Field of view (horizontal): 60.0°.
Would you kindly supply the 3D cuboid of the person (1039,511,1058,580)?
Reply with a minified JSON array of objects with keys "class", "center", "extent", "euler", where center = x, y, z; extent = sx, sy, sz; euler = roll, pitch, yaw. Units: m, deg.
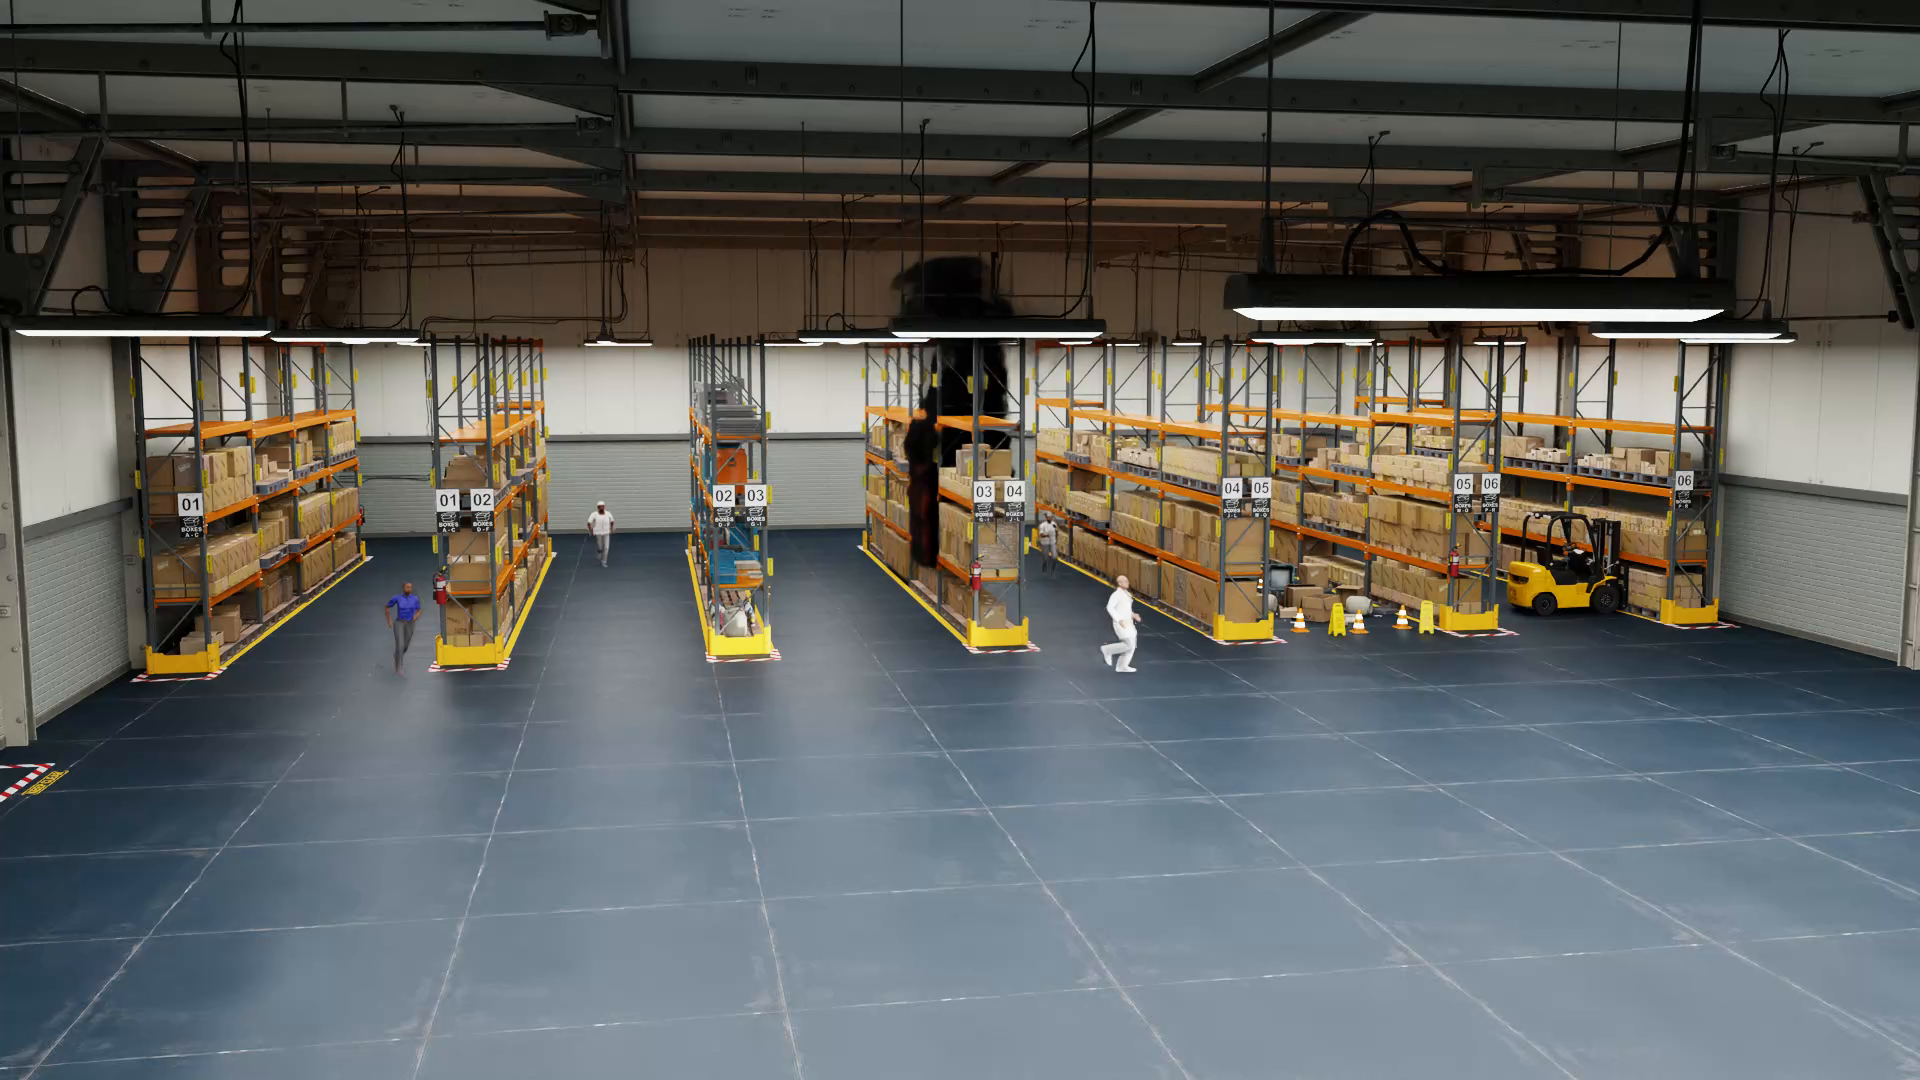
[{"class":"person","center":[2.233,0.136,41.568],"extent":[0.523,1.733,0.765],"euler":[-1,7,-9]}]

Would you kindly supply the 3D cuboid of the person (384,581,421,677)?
[{"class":"person","center":[-9.887,1.549,29.580],"extent":[0.617,1.649,0.829],"euler":[-5,8,-36]}]

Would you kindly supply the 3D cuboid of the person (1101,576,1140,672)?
[{"class":"person","center":[2.861,1.494,29.545],"extent":[0.636,1.733,0.712],"euler":[3,7,24]}]

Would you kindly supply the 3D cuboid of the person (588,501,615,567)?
[{"class":"person","center":[-9.479,-0.164,44.027],"extent":[0.710,1.736,0.677],"euler":[-3,7,-23]}]
